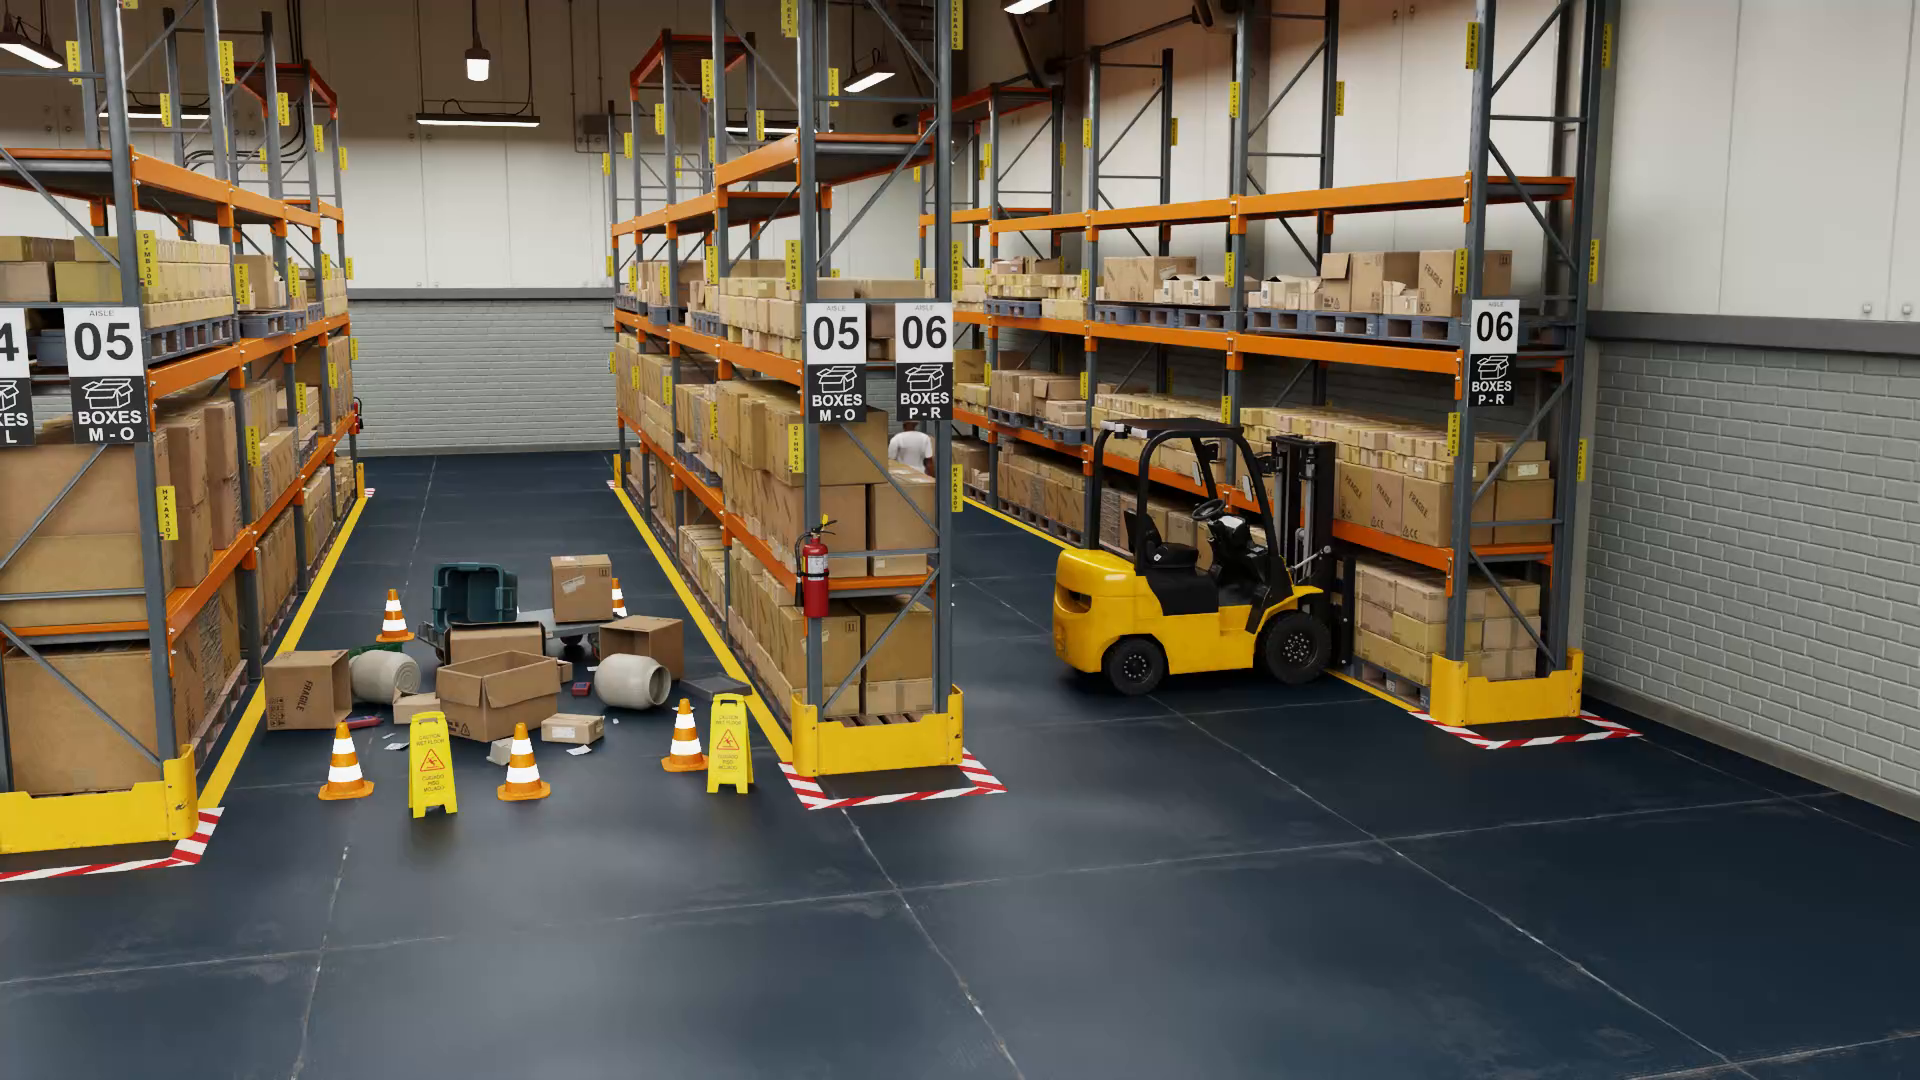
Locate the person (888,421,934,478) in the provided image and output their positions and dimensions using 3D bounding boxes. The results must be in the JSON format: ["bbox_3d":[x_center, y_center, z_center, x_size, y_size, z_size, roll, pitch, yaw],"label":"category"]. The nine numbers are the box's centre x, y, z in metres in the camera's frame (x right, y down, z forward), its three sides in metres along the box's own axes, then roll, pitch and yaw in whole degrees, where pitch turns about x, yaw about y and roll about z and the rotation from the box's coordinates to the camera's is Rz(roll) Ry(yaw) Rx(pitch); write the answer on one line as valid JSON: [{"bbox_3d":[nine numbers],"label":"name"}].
[{"bbox_3d":[-0.678,-0.767,20.468,0.612,1.710,0.989,-4,10,-24],"label":"person"}]
